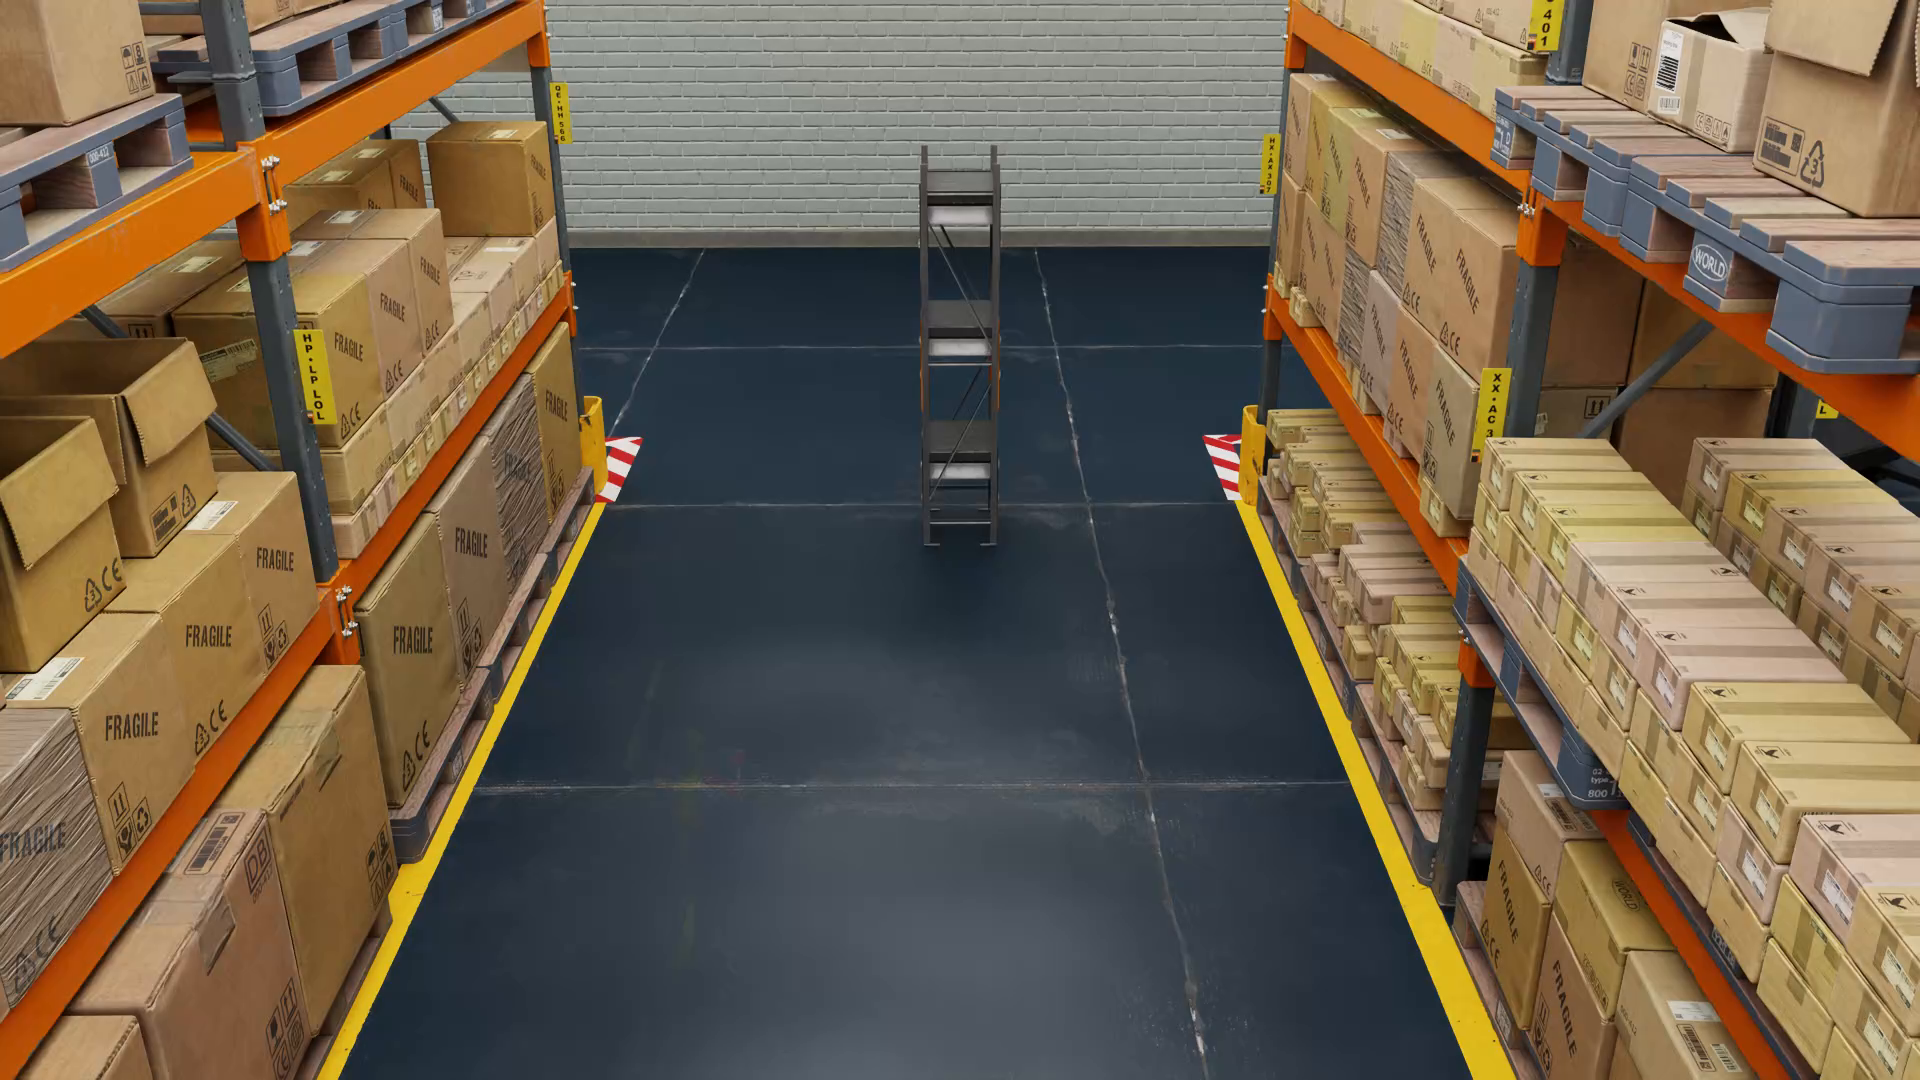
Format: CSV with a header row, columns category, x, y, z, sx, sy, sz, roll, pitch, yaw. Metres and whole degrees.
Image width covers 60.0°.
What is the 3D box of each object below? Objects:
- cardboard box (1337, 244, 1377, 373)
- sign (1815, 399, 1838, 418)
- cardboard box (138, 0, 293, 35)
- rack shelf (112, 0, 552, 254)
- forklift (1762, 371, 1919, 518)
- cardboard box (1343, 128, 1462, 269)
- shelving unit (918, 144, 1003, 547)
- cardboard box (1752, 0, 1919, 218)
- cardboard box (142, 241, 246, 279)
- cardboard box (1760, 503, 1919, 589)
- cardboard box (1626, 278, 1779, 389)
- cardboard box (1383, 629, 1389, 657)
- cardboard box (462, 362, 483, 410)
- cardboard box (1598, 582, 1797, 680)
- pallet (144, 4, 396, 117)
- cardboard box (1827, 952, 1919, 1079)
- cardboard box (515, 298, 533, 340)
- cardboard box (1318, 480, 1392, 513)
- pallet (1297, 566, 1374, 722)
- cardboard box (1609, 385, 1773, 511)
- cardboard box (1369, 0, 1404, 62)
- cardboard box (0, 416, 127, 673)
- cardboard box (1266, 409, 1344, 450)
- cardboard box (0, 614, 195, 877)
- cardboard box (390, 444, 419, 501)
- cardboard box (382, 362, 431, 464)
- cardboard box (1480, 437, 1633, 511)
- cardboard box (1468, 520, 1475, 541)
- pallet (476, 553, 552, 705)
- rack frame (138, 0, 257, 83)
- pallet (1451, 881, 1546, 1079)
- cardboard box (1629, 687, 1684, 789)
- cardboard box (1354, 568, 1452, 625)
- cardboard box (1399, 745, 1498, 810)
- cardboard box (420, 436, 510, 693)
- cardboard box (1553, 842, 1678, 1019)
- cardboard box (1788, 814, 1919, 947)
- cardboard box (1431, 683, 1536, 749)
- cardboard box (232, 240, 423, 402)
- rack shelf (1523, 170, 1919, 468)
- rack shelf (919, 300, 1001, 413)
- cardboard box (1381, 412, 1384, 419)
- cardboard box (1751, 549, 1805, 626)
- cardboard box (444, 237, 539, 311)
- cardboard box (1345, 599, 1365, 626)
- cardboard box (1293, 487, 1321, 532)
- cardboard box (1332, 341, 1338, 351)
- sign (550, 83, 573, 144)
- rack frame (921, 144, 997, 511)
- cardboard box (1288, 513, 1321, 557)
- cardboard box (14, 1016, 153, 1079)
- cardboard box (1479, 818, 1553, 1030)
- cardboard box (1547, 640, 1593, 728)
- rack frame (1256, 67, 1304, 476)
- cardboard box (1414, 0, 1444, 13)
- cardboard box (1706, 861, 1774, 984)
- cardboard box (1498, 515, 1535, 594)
category,x,y,z,sx,sy,sz,roll,pitch,yaw
cardboard box,2.010,-1.030,7.404,0.500,0.500,0.500,-1,24,-2
sign,2.844,-0.550,5.422,0.100,0.325,0.005,0,24,-1
cardboard box,-2.740,-2.009,5.661,0.700,0.500,0.500,-2,24,-4
rack shelf,-2.693,-1.901,7.047,1.077,0.370,4.000,0,24,-1
forklift,4.878,-1.677,9.401,1.130,2.935,3.031,-13,28,-27
cardboard box,1.989,-1.485,7.198,0.500,0.500,0.500,-1,24,-2
shelving unit,-0.002,-1.025,8.968,0.431,2.100,0.503,0,24,-1
cardboard box,2.175,-0.987,3.517,0.797,0.503,0.637,-1,24,-1
cardboard box,-2.945,-0.842,6.382,0.500,0.500,0.500,0,24,0
cardboard box,2.493,0.015,4.650,0.380,0.149,0.250,-1,24,-2
cardboard box,2.528,-0.842,5.777,0.500,0.500,0.500,0,24,1
cardboard box,2.027,0.499,7.095,0.380,0.149,0.250,0,24,0
cardboard box,-2.361,-0.689,7.439,0.380,0.149,0.250,-1,24,-2
cardboard box,1.847,0.227,4.182,0.380,0.149,0.250,0,24,-1
pallet,-2.670,-1.702,5.840,1.003,0.211,1.213,0,24,-1
cardboard box,1.860,0.894,3.067,0.380,0.149,0.250,0,24,0
cardboard box,-2.374,-1.113,8.375,0.380,0.149,0.250,0,24,0
cardboard box,1.989,-0.179,8.235,0.380,0.149,0.250,1,24,2
pallet,2.230,0.471,7.952,1.003,0.211,1.213,0,24,-1
cardboard box,2.536,-0.405,6.023,0.500,0.500,0.500,-1,24,-2
cardboard box,2.010,-2.137,6.878,0.500,0.250,0.500,0,24,-1
cardboard box,-2.660,0.005,4.260,0.797,0.503,0.637,0,24,0
cardboard box,1.912,-0.613,9.193,0.380,0.149,0.250,-1,24,-3
cardboard box,-2.382,0.527,4.323,0.500,0.500,0.500,-1,24,-1
cardboard box,-2.349,-0.264,6.498,0.380,0.149,0.250,1,24,1
cardboard box,-2.415,-0.505,6.548,0.500,0.250,0.500,0,24,-1
cardboard box,1.834,-0.202,5.131,0.380,0.149,0.250,1,24,2
cardboard box,2.052,-0.021,5.961,0.380,0.149,0.250,-1,24,-1
pallet,-2.618,0.415,8.077,1.003,0.211,1.213,0,24,-1
rack frame,-2.672,-2.772,4.458,1.000,3.000,0.127,0,24,-1
pallet,2.299,1.573,5.517,1.003,0.211,1.213,0,24,-1
cardboard box,1.853,0.474,3.997,0.380,0.149,0.250,-1,24,-1
cardboard box,1.953,0.246,7.294,0.380,0.149,0.250,-1,24,-3
cardboard box,1.944,0.929,6.506,0.380,0.149,0.250,0,24,0
cardboard box,-2.609,0.095,7.468,0.875,0.875,0.875,0,24,-1
cardboard box,2.041,1.112,4.765,0.500,0.250,0.500,0,24,1
cardboard box,1.862,0.661,3.222,0.380,0.149,0.250,0,24,-1
cardboard box,2.025,0.672,6.351,0.380,0.149,0.250,0,24,1
cardboard box,-2.419,-0.848,6.397,0.500,0.500,0.500,0,24,-1
rack shelf,2.311,-0.234,3.359,1.077,0.370,4.000,0,24,-1
rack shelf,-0.002,-1.012,8.974,0.431,0.518,0.480,0,24,-1
cardboard box,2.037,-0.560,7.154,0.380,0.149,0.250,-1,24,-1
cardboard box,2.495,0.143,4.729,0.380,0.149,0.250,1,24,2
cardboard box,-2.440,-1.346,8.407,0.500,0.250,0.500,-1,24,-1
cardboard box,1.997,0.394,7.688,0.380,0.149,0.250,0,24,0
cardboard box,1.927,-0.158,8.549,0.380,0.149,0.250,0,24,1
cardboard box,2.033,-0.984,8.090,0.380,0.149,0.250,0,24,-1
sign,-2.172,-2.319,9.044,0.100,0.325,0.005,0,24,-1
rack frame,-0.004,-1.125,9.190,0.400,2.100,0.015,0,24,-1
cardboard box,1.919,-0.026,8.618,0.380,0.149,0.250,0,24,0
cardboard box,-2.617,1.735,3.842,1.225,0.875,0.875,0,24,0
cardboard box,2.032,1.234,5.404,0.500,0.500,0.500,1,24,1
cardboard box,1.843,0.389,4.544,0.380,0.149,0.250,0,24,0
rack frame,2.246,-1.667,9.296,1.000,3.000,0.127,0,24,-1
cardboard box,2.026,-2.163,6.328,0.500,0.250,0.500,1,24,2
cardboard box,1.859,0.823,3.586,0.380,0.149,0.250,0,24,1
cardboard box,1.838,0.040,4.956,0.380,0.149,0.250,-1,24,-2
